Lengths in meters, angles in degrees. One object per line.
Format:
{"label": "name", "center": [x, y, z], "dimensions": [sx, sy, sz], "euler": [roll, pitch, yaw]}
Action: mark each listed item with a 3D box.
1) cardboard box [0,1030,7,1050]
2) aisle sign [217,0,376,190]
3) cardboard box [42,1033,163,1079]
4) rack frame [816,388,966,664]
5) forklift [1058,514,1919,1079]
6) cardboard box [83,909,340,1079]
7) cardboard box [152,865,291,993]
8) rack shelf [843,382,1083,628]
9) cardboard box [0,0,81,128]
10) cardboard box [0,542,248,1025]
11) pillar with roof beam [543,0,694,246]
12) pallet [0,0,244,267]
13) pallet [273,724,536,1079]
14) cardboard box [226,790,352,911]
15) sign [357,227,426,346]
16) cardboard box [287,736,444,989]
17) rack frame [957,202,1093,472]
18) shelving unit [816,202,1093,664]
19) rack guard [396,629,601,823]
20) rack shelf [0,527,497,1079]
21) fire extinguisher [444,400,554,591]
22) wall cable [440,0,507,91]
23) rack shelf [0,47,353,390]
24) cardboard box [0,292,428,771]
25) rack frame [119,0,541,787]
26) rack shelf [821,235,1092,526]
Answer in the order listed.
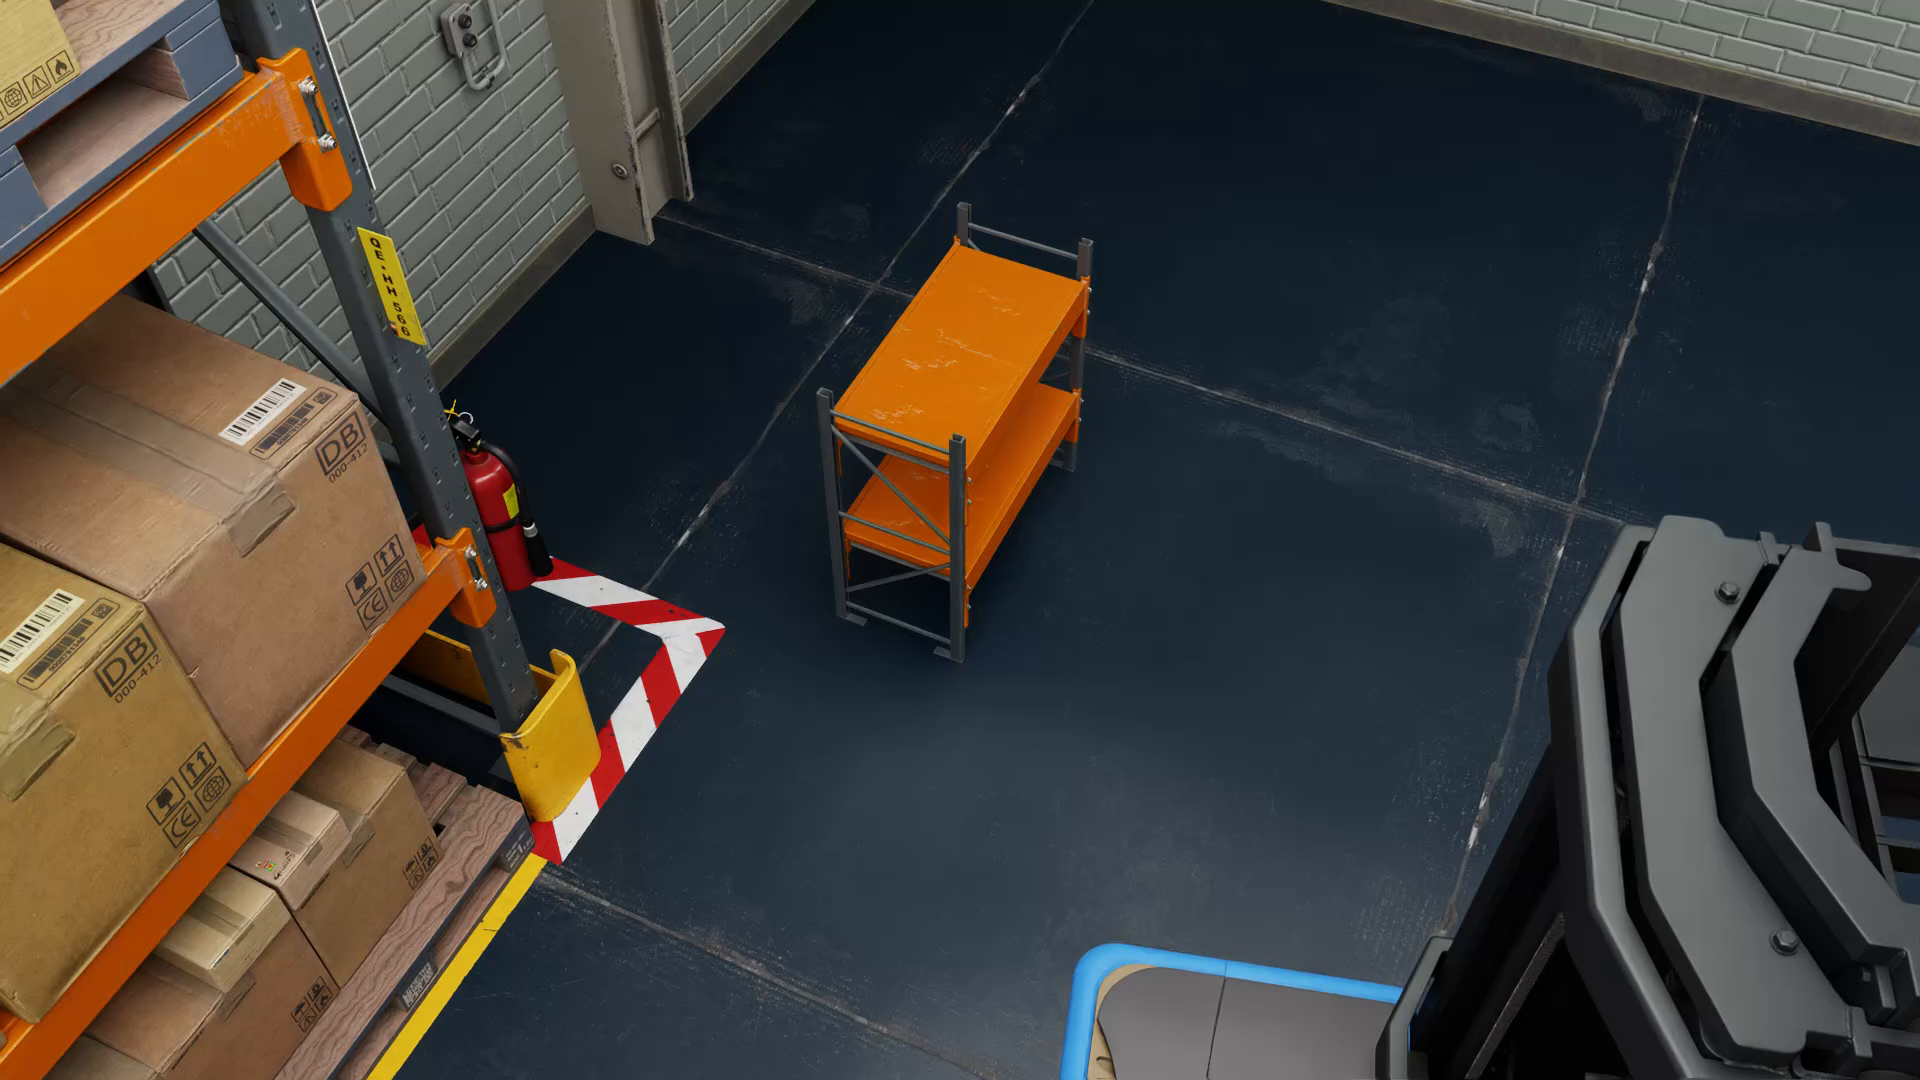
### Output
{"label": "cardboard box", "center": [-2.648, 0.964, 3.263], "dimensions": [0.980, 0.700, 0.700], "euler": [18, 52, 14]}
{"label": "aisle sign", "center": [-1.503, -1.114, 3.521], "dimensions": [0.394, 0.787, 0.004], "euler": [20, 52, 16]}
{"label": "cardboard box", "center": [-2.441, 1.560, 4.318], "dimensions": [0.700, 0.500, 0.500], "euler": [18, 52, 15]}
{"label": "rack frame", "center": [-0.214, -0.019, 5.528], "dimensions": [0.500, 1.125, 0.032], "euler": [20, 52, 16]}
{"label": "forklift", "center": [1.683, 1.269, 3.246], "dimensions": [3.031, 2.935, 1.130], "euler": [7, 50, 6]}
{"label": "cardboard box", "center": [-2.227, 1.214, 4.613], "dimensions": [0.700, 0.500, 0.500], "euler": [20, 52, 16]}
{"label": "cardboard box", "center": [-2.012, 0.983, 4.384], "dimensions": [0.380, 0.149, 0.250], "euler": [21, 53, 17]}
{"label": "rack shelf", "center": [0.003, -0.211, 6.012], "dimensions": [0.538, 0.278, 1.000], "euler": [20, 52, 16]}
{"label": "cardboard box", "center": [-1.878, -0.821, 2.766], "dimensions": [0.500, 0.250, 0.500], "euler": [21, 53, 17]}
{"label": "cardboard box", "center": [-2.314, 0.442, 3.707], "dimensions": [0.980, 0.700, 0.700], "euler": [19, 52, 16]}
{"label": "pillar with roof beam", "center": [2.459, -3.003, 2.897], "dimensions": [9.100, 9.000, 0.400], "euler": [20, 52, 16]}
{"label": "pallet", "center": [-2.112, -0.749, 3.006], "dimensions": [1.003, 0.211, 1.213], "euler": [20, 52, 16]}
{"label": "pallet", "center": [-2.076, 1.160, 5.124], "dimensions": [1.003, 0.211, 1.213], "euler": [20, 52, 16]}
{"label": "cardboard box", "center": [-1.904, 0.807, 4.534], "dimensions": [0.380, 0.149, 0.250], "euler": [19, 52, 16]}
{"label": "sign", "center": [-1.320, -0.585, 3.863], "dimensions": [0.100, 0.325, 0.005], "euler": [20, 52, 16]}
{"label": "cardboard box", "center": [-2.013, 0.869, 4.906], "dimensions": [0.700, 0.500, 0.500], "euler": [20, 52, 16]}
{"label": "rack frame", "center": [0.220, -0.719, 6.123], "dimensions": [0.500, 1.125, 0.032], "euler": [20, 52, 16]}
{"label": "shelving unit", "center": [0.003, -0.369, 5.826], "dimensions": [0.538, 1.125, 1.048], "euler": [20, 52, 16]}
{"label": "rack guard", "center": [-1.795, 0.474, 5.518], "dimensions": [1.175, 0.500, 0.348], "euler": [20, 52, 16]}
{"label": "rack shelf", "center": [-2.659, 1.291, 3.654], "dimensions": [1.077, 0.370, 4.000], "euler": [20, 52, 16]}
{"label": "fire extinguisher", "center": [-1.323, -0.127, 4.684], "dimensions": [0.296, 0.674, 0.183], "euler": [20, 52, 16]}
{"label": "wall cable", "center": [-2.113, -1.838, 5.177], "dimensions": [0.084, 1.984, 1.851], "euler": [20, 52, 16]}
{"label": "rack shelf", "center": [-2.659, 0.319, 2.512], "dimensions": [1.077, 0.370, 4.000], "euler": [20, 52, 16]}
{"label": "cardboard box", "center": [-2.014, -0.062, 4.136], "dimensions": [0.980, 0.700, 0.700], "euler": [22, 53, 18]}
{"label": "rack frame", "center": [-1.805, -0.319, 4.552], "dimensions": [1.000, 3.000, 0.127], "euler": [20, 52, 16]}
{"label": "rack shelf", "center": [0.003, -0.559, 5.603], "dimensions": [0.538, 0.278, 1.000], "euler": [20, 52, 16]}
